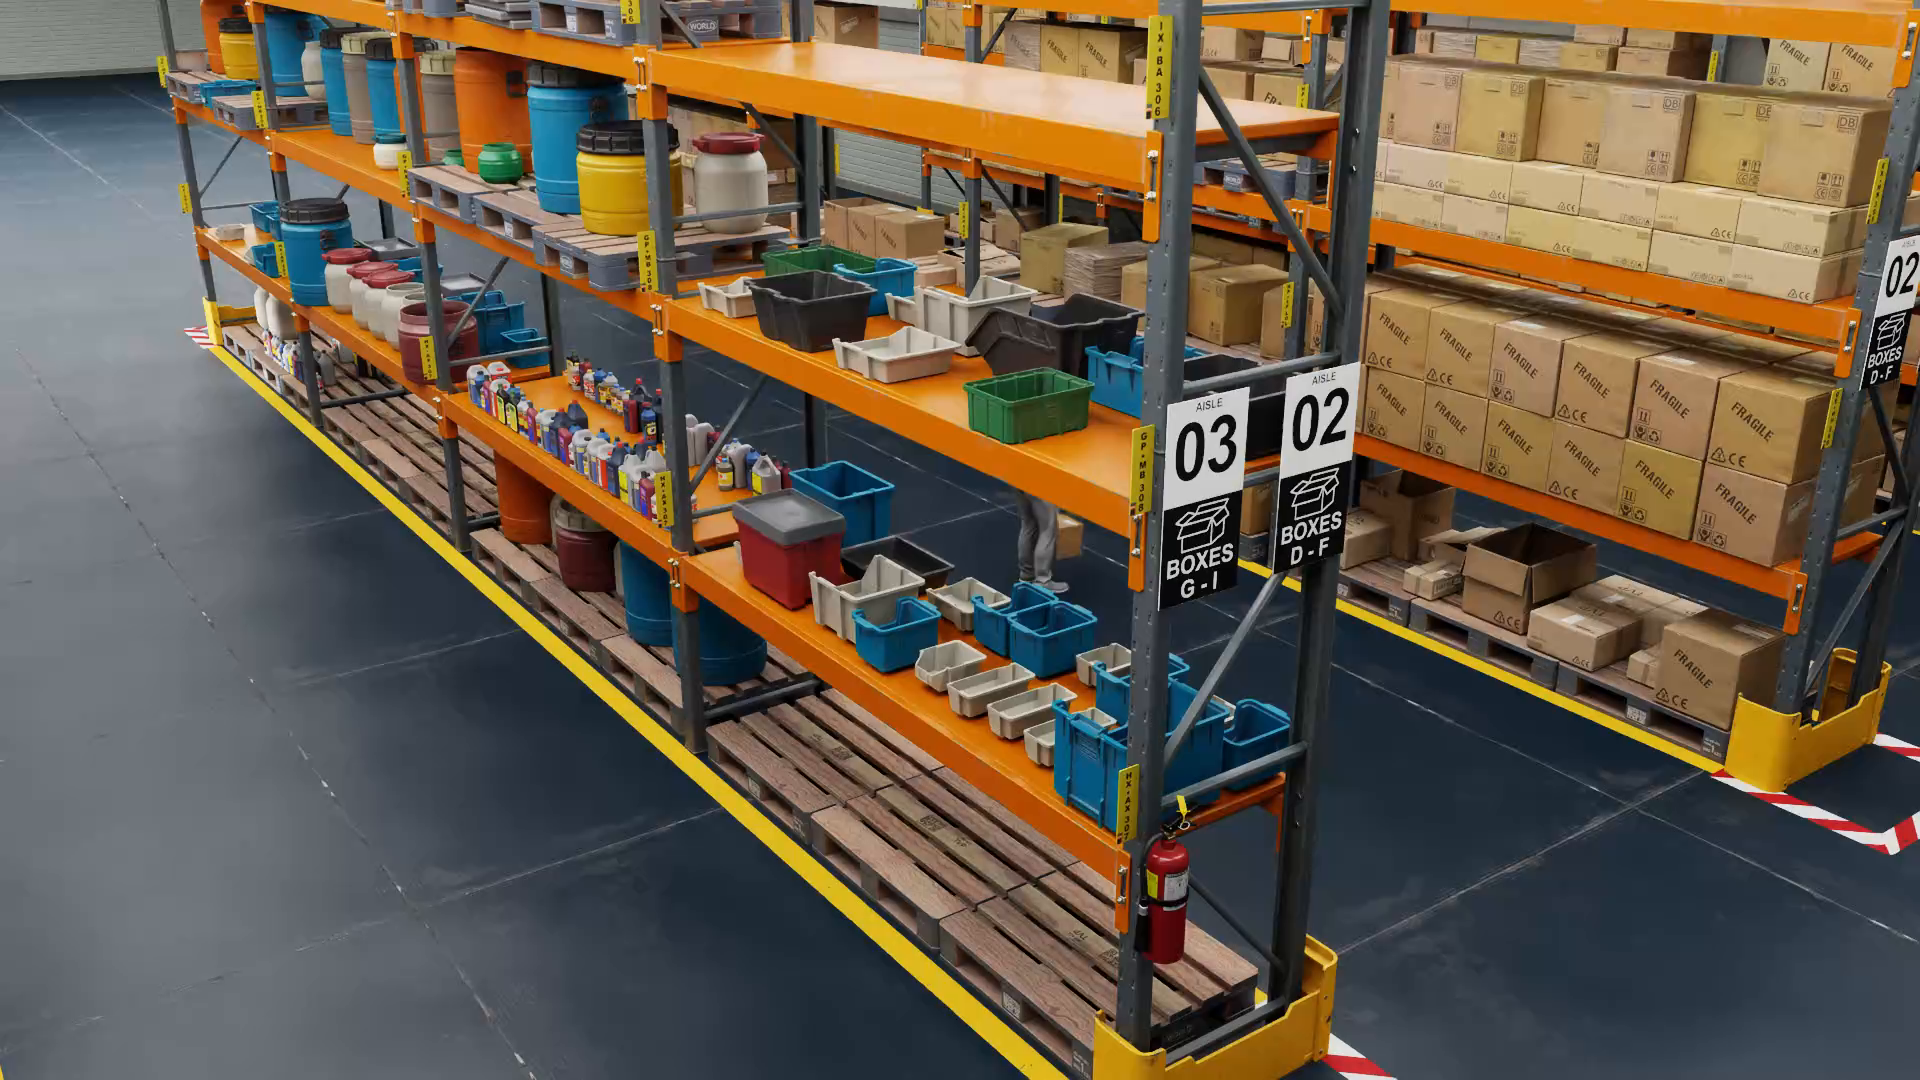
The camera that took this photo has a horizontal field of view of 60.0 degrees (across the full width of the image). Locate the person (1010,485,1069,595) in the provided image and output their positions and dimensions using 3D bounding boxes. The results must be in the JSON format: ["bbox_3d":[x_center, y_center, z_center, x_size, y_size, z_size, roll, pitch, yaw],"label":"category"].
[{"bbox_3d":[0.565,-0.434,12.176,0.411,1.668,0.511,-16,26,-34],"label":"person"}]
